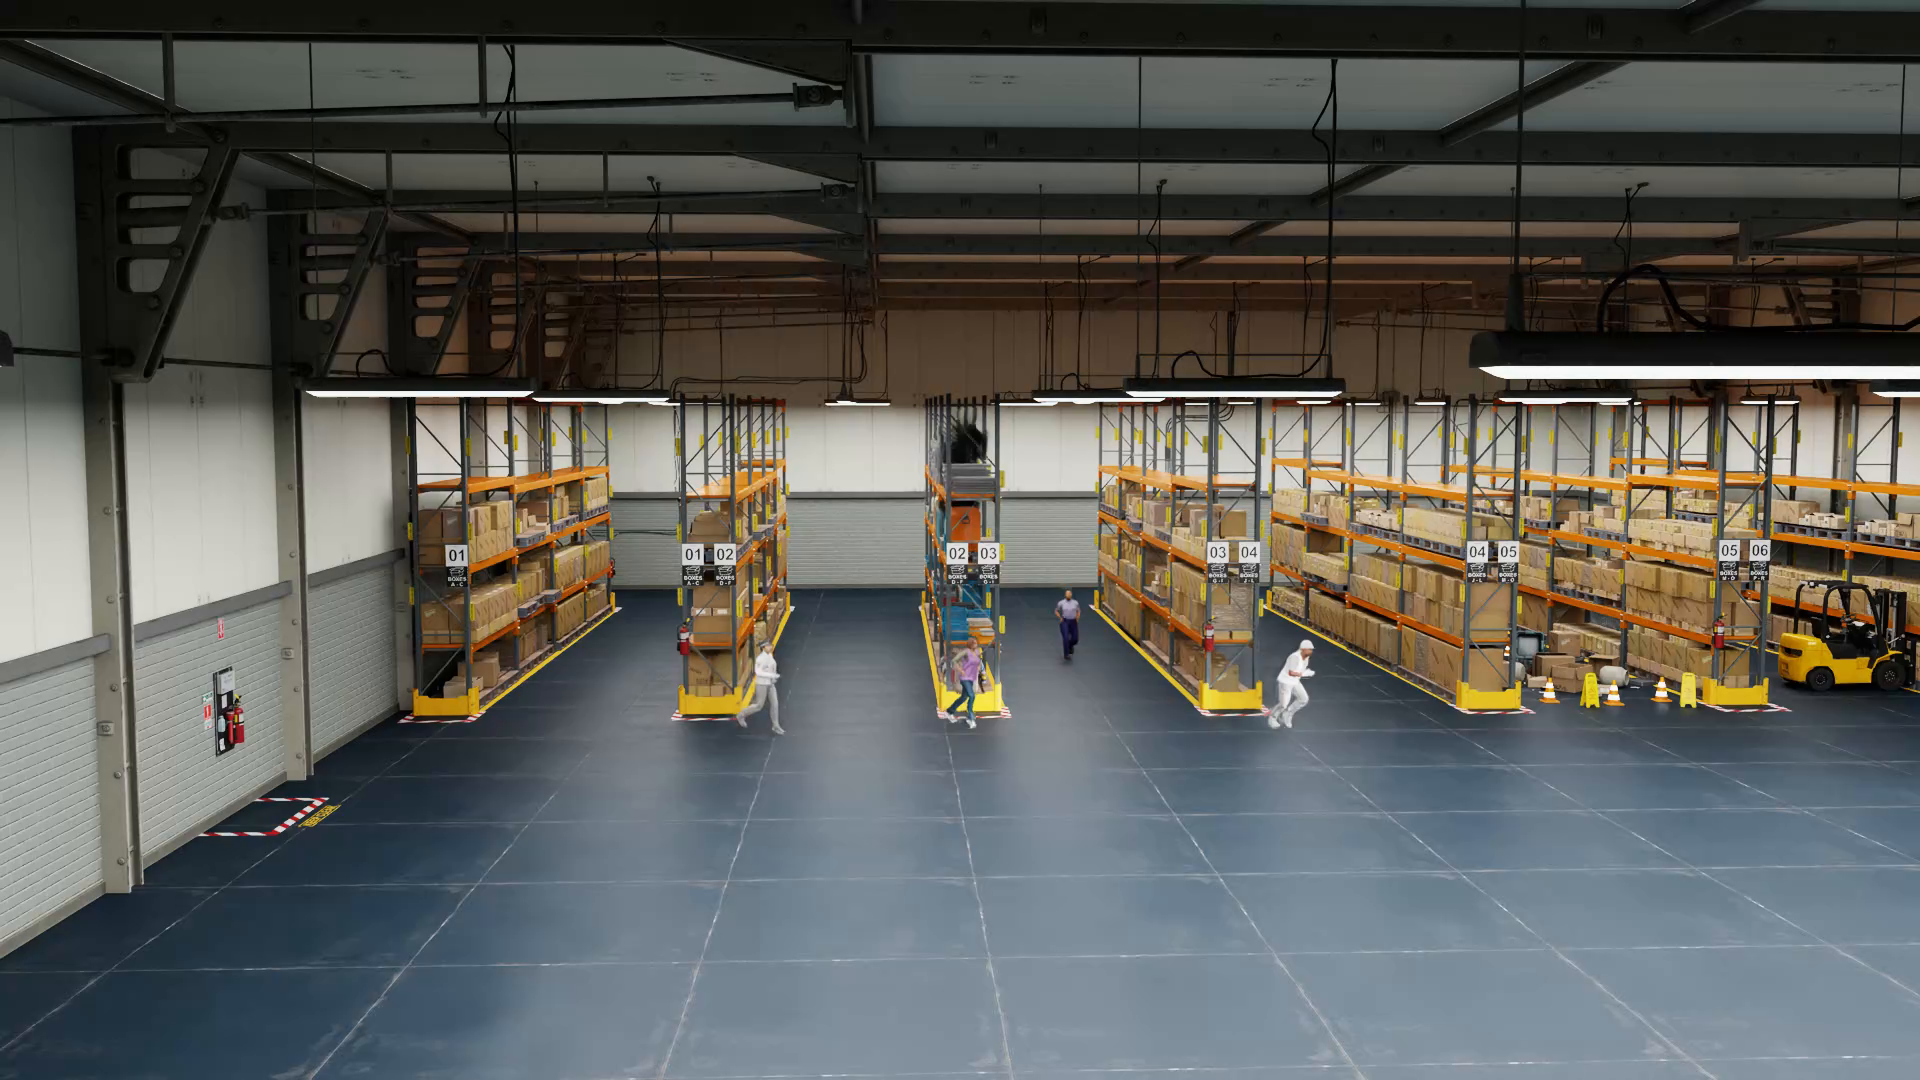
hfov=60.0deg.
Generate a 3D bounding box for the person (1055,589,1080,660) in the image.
[{"bbox_3d":[2.464,1.921,38.044,0.590,1.593,0.565,-1,5,-9],"label":"person"}]

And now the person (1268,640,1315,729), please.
[{"bbox_3d":[5.944,2.561,29.615,0.953,1.621,0.713,4,6,39],"label":"person"}]

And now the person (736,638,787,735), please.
[{"bbox_3d":[-3.481,2.564,29.356,0.922,1.711,0.625,2,5,24],"label":"person"}]

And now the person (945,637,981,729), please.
[{"bbox_3d":[0.118,2.566,30.095,0.749,1.630,0.537,3,5,34],"label":"person"}]
